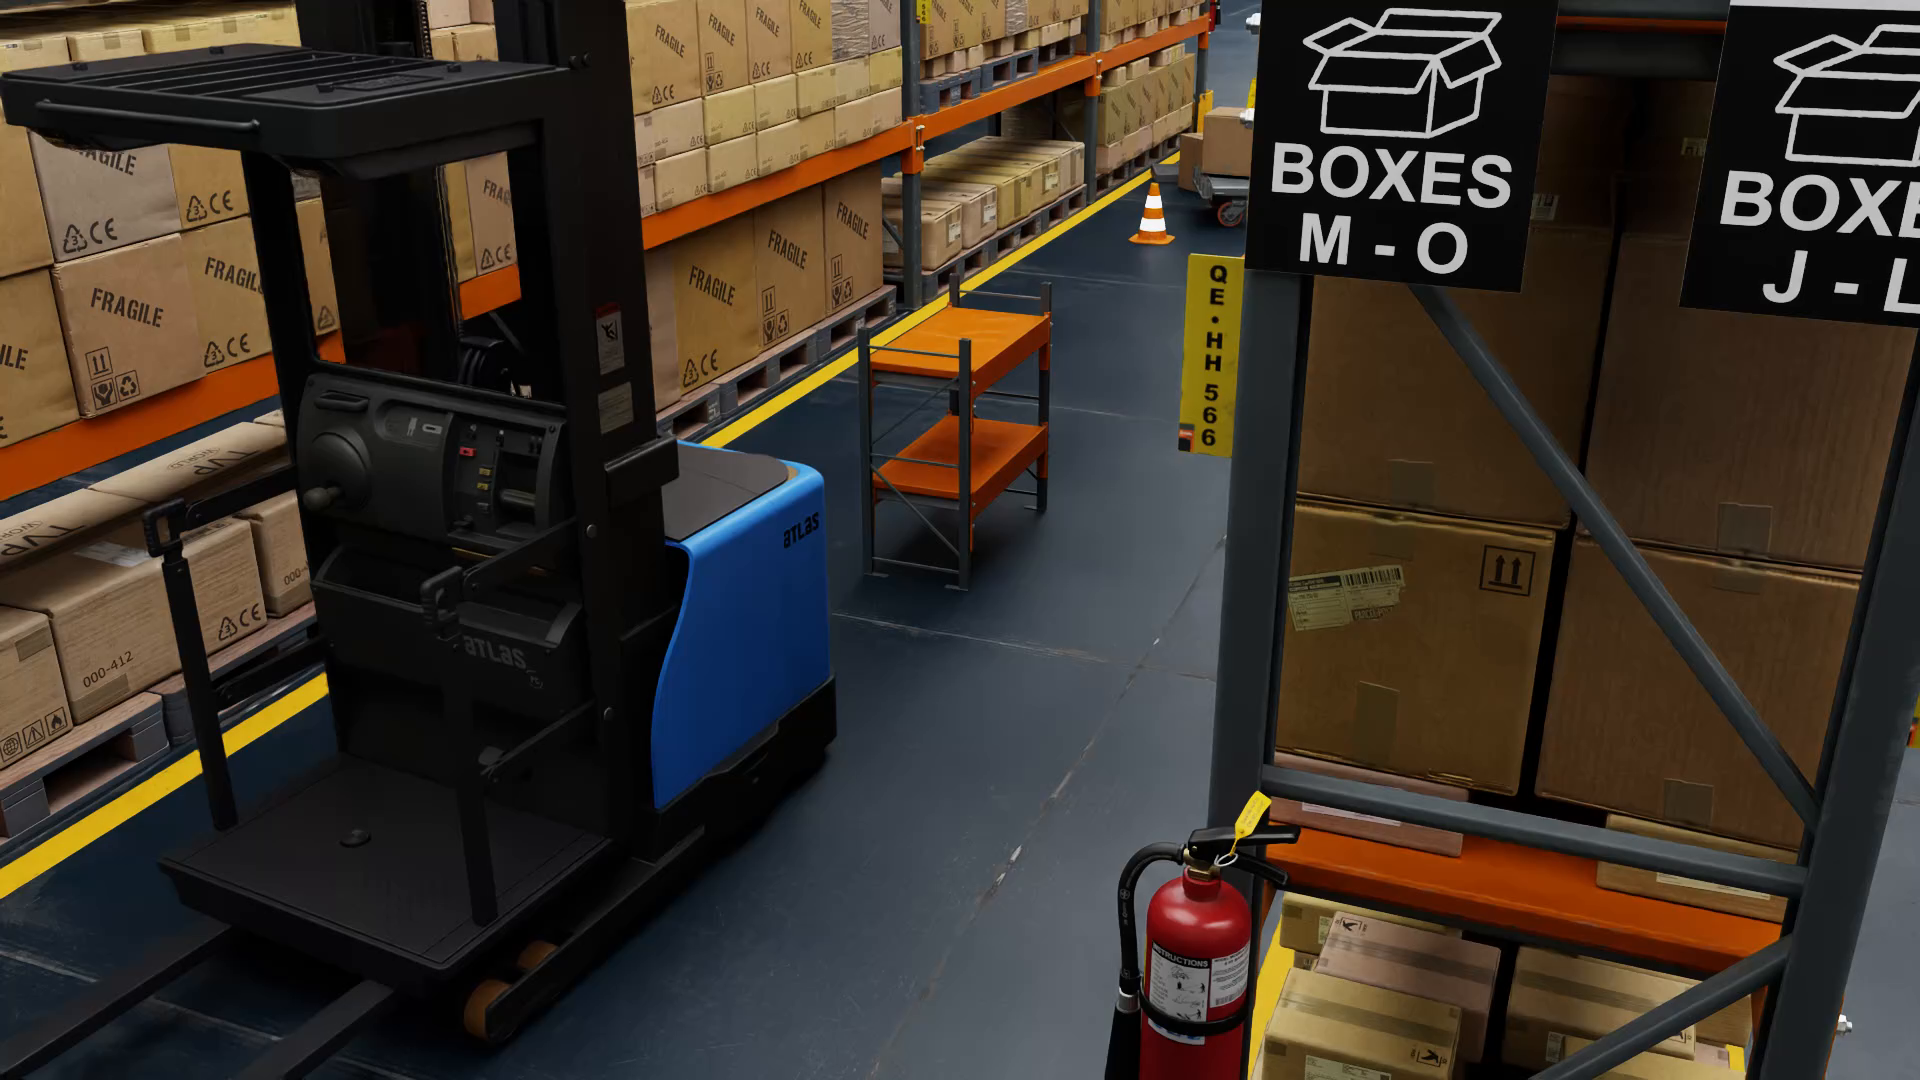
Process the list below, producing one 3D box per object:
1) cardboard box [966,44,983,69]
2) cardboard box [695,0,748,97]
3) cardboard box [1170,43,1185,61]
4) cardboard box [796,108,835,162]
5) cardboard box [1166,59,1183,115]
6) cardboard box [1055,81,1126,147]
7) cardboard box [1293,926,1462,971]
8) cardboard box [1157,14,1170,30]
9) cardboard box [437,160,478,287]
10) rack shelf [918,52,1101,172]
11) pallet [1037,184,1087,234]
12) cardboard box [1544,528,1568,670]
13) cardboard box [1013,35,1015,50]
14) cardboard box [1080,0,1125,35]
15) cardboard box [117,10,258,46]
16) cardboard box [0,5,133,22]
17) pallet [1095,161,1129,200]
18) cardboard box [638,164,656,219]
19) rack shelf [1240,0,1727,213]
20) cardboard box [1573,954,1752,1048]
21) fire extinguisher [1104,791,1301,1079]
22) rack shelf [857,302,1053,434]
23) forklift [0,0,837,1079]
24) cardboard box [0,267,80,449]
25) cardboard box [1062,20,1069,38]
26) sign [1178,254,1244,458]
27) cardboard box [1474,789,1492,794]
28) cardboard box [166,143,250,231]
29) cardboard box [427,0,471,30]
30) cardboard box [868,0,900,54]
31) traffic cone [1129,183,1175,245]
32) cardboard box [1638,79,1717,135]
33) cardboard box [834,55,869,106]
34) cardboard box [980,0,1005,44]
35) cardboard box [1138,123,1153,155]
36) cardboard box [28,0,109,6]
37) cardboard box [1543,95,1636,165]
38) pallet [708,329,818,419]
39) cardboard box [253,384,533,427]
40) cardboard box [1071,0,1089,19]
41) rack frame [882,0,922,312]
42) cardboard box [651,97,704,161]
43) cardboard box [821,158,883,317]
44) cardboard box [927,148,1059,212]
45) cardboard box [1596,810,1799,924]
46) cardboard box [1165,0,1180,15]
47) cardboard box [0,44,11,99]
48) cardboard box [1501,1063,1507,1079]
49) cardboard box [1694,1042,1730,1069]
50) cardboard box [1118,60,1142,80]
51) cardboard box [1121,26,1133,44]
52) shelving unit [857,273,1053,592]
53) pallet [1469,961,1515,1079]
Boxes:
[{"bbox_3d":[-0.055,-3.508,12.039,0.380,0.149,0.250,9,24,20],"label":"cardboard box"},{"bbox_3d":[-1.454,-2.615,8.692,0.500,0.500,0.500,8,24,19],"label":"cardboard box"},{"bbox_3d":[2.091,-5.026,17.099,0.380,0.149,0.250,10,24,22],"label":"cardboard box"},{"bbox_3d":[-1.075,-2.407,9.816,0.500,0.250,0.500,9,24,20],"label":"cardboard box"},{"bbox_3d":[1.975,-4.680,17.113,0.500,0.500,0.500,10,25,22],"label":"cardboard box"},{"bbox_3d":[1.205,-3.933,15.323,0.500,0.500,0.500,10,25,23],"label":"cardboard box"},{"bbox_3d":[1.033,1.046,4.122,0.380,0.149,0.250,8,24,18],"label":"cardboard box"},{"bbox_3d":[1.870,-5.172,16.567,0.380,0.149,0.250,9,24,20],"label":"cardboard box"},{"bbox_3d":[-2.358,-1.285,6.805,0.500,0.500,0.500,8,24,19],"label":"cardboard box"},{"bbox_3d":[-0.008,-3.441,13.031,1.077,0.370,4.000,9,24,20],"label":"rack shelf"},{"bbox_3d":[0.447,-2.924,14.475,1.003,0.211,1.213,9,24,20],"label":"pallet"},{"bbox_3d":[1.035,-0.087,3.551,0.500,0.500,0.500,8,24,19],"label":"cardboard box"},{"bbox_3d":[0.215,-3.901,12.978,0.380,0.149,0.250,8,24,18],"label":"cardboard box"},{"bbox_3d":[1.157,-4.790,14.810,0.500,0.500,0.500,9,24,20],"label":"cardboard box"},{"bbox_3d":[-2.666,-1.739,5.752,0.380,0.149,0.250,9,24,20],"label":"cardboard box"},{"bbox_3d":[-3.178,-1.815,5.935,0.380,0.149,0.250,9,24,20],"label":"cardboard box"},{"bbox_3d":[0.952,-3.448,15.730,1.003,0.211,1.213,9,24,20],"label":"pallet"},{"bbox_3d":[-1.828,-1.677,8.067,0.500,0.250,0.500,8,24,19],"label":"cardboard box"},{"bbox_3d":[1.654,-1.290,3.989,1.077,0.370,4.000,9,24,20],"label":"rack shelf"},{"bbox_3d":[1.624,0.998,3.850,0.380,0.149,0.250,9,24,20],"label":"cardboard box"},{"bbox_3d":[0.389,0.709,2.744,0.296,0.674,0.183,9,24,20],"label":"fire extinguisher"},{"bbox_3d":[-0.002,-0.787,7.415,0.538,0.278,1.000,9,24,20],"label":"rack shelf"},{"bbox_3d":[-1.569,-0.191,4.405,1.130,2.935,3.031,11,25,25],"label":"forklift"},{"bbox_3d":[-3.116,-0.557,5.061,0.500,0.500,0.500,8,24,19],"label":"cardboard box"},{"bbox_3d":[0.686,-4.251,13.818,0.380,0.149,0.250,8,24,18],"label":"cardboard box"},{"bbox_3d":[0.403,-0.289,2.638,0.100,0.325,0.005,9,24,20],"label":"sign"},{"bbox_3d":[0.897,0.353,3.340,0.380,0.149,0.250,9,24,20],"label":"cardboard box"},{"bbox_3d":[-2.726,-1.383,5.743,0.500,0.500,0.500,9,24,20],"label":"cardboard box"},{"bbox_3d":[-2.254,-2.199,6.853,0.380,0.149,0.250,9,24,21],"label":"cardboard box"},{"bbox_3d":[-0.700,-3.343,10.434,0.500,0.500,0.500,8,24,19],"label":"cardboard box"},{"bbox_3d":[1.574,-2.674,13.552,0.336,0.463,0.334,9,24,20],"label":"traffic cone"},{"bbox_3d":[1.906,-0.837,4.049,0.500,0.500,0.500,8,24,18],"label":"cardboard box"},{"bbox_3d":[-0.882,-2.825,10.169,0.500,0.250,0.500,8,24,19],"label":"cardboard box"},{"bbox_3d":[0.009,-3.941,12.233,0.500,0.500,0.500,9,24,21],"label":"cardboard box"},{"bbox_3d":[1.587,-3.969,16.384,0.500,0.250,0.500,8,24,19],"label":"cardboard box"},{"bbox_3d":[-5.795,-3.398,11.314,0.797,0.503,0.637,8,24,19],"label":"cardboard box"},{"bbox_3d":[1.223,-0.735,3.805,0.500,0.500,0.500,10,25,23],"label":"cardboard box"},{"bbox_3d":[-1.568,-1.065,10.025,1.003,0.211,1.213,9,24,20],"label":"pallet"},{"bbox_3d":[-2.569,-0.429,7.663,0.875,0.438,0.875,8,24,19],"label":"cardboard box"},{"bbox_3d":[0.776,-4.668,13.973,0.500,0.500,0.500,8,24,19],"label":"cardboard box"},{"bbox_3d":[-0.751,-3.058,11.179,1.000,3.000,0.127,9,24,20],"label":"rack frame"},{"bbox_3d":[-1.644,-2.095,8.421,0.500,0.250,0.500,9,24,21],"label":"cardboard box"},{"bbox_3d":[-1.085,-2.036,10.944,0.875,0.875,0.875,9,24,20],"label":"cardboard box"},{"bbox_3d":[0.279,-3.025,13.964,0.950,0.372,0.625,10,25,23],"label":"cardboard box"},{"bbox_3d":[1.336,0.525,2.928,0.380,0.149,0.250,9,24,20],"label":"cardboard box"},{"bbox_3d":[1.896,-5.513,16.541,0.500,0.500,0.500,9,24,20],"label":"cardboard box"},{"bbox_3d":[-3.018,-1.366,4.861,0.380,0.149,0.250,8,24,18],"label":"cardboard box"},{"bbox_3d":[1.510,1.262,3.990,0.380,0.149,0.250,9,24,21],"label":"cardboard box"},{"bbox_3d":[1.498,1.221,3.702,0.380,0.149,0.250,9,24,20],"label":"cardboard box"},{"bbox_3d":[1.496,-4.452,15.725,0.380,0.149,0.250,10,25,22],"label":"cardboard box"},{"bbox_3d":[1.390,-4.721,15.486,0.380,0.149,0.250,10,25,22],"label":"cardboard box"},{"bbox_3d":[-0.002,-0.517,7.527,0.538,1.125,1.048,9,24,20],"label":"shelving unit"},{"bbox_3d":[1.274,1.451,4.001,1.003,0.211,1.213,9,24,20],"label":"pallet"}]
